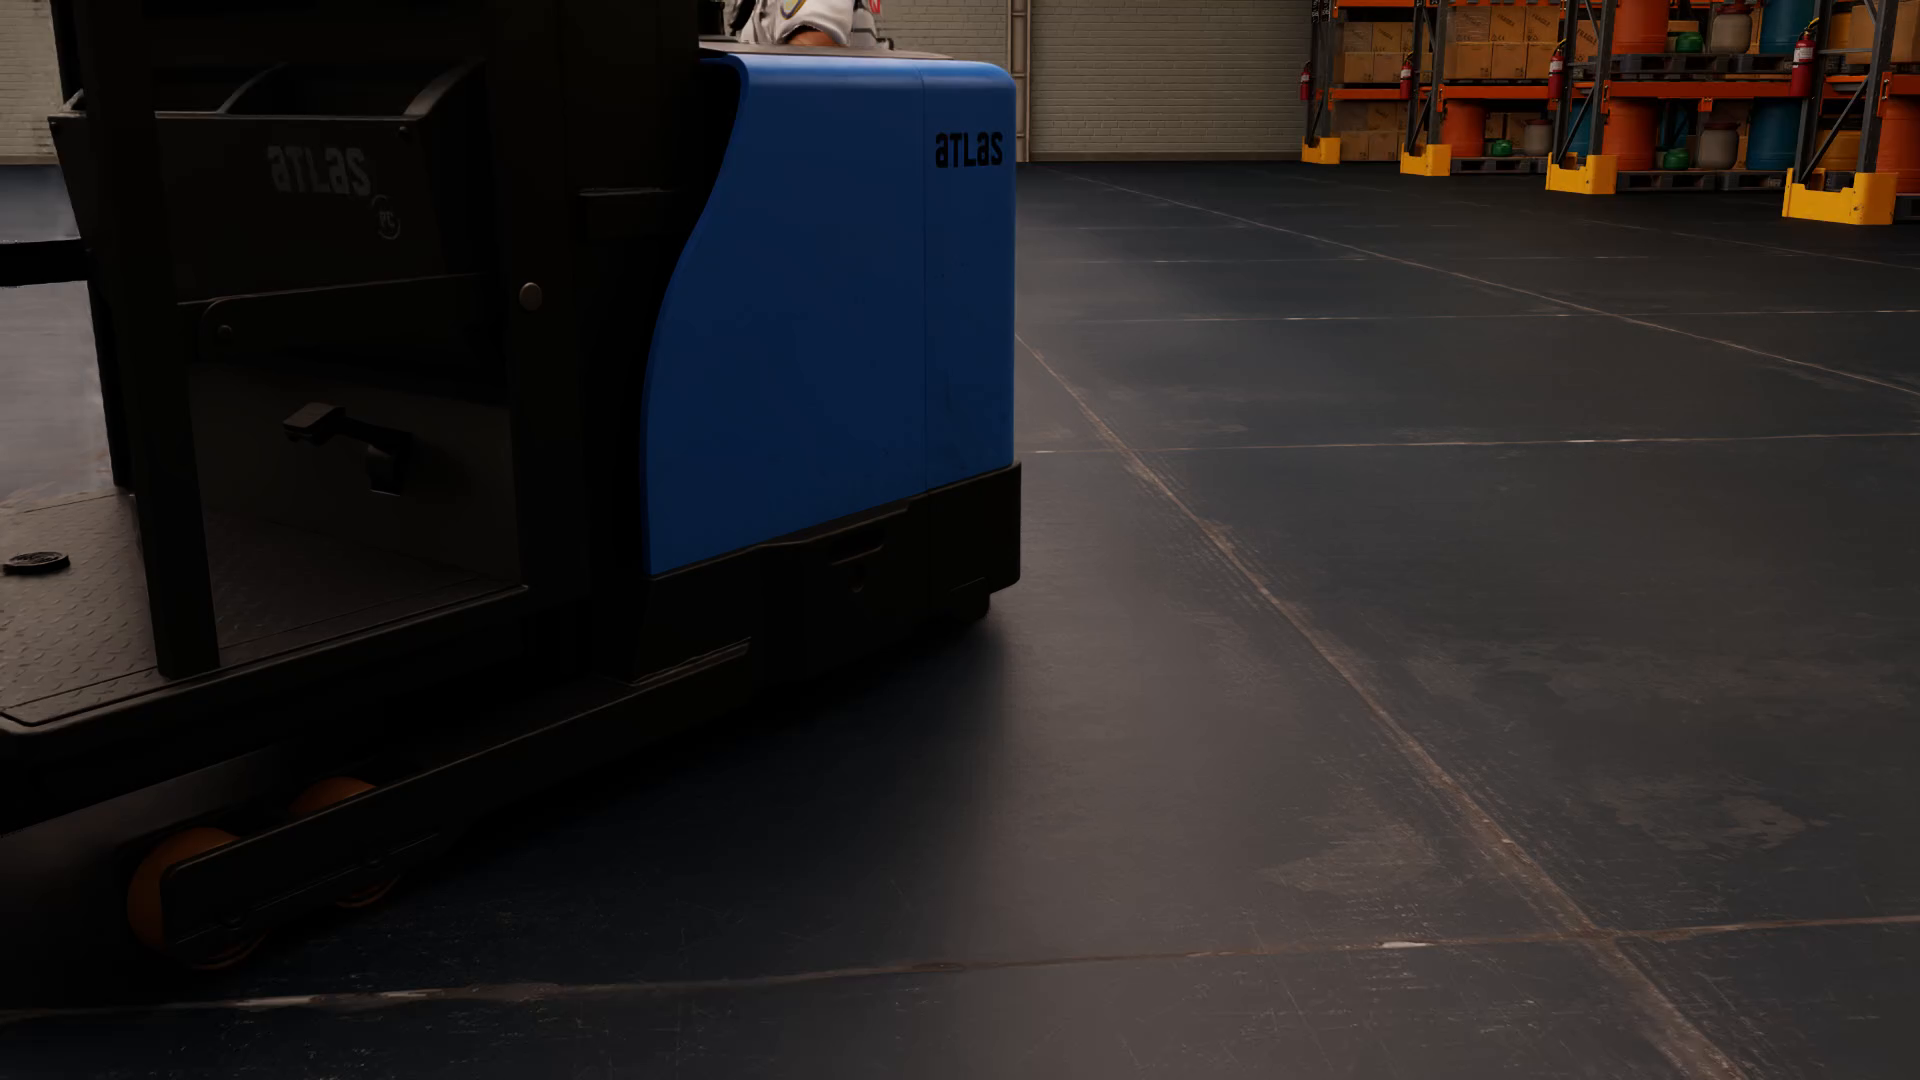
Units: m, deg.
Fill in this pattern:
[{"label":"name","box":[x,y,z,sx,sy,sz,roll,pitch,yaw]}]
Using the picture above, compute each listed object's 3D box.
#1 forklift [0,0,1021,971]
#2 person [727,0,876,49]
[{"label":"forklift","box":[-1.144,-1.044,2.140,1.130,2.935,3.031,10,18,34]},{"label":"person","box":[-0.523,-0.693,3.518,0.744,1.468,0.850,-3,15,-10]}]
